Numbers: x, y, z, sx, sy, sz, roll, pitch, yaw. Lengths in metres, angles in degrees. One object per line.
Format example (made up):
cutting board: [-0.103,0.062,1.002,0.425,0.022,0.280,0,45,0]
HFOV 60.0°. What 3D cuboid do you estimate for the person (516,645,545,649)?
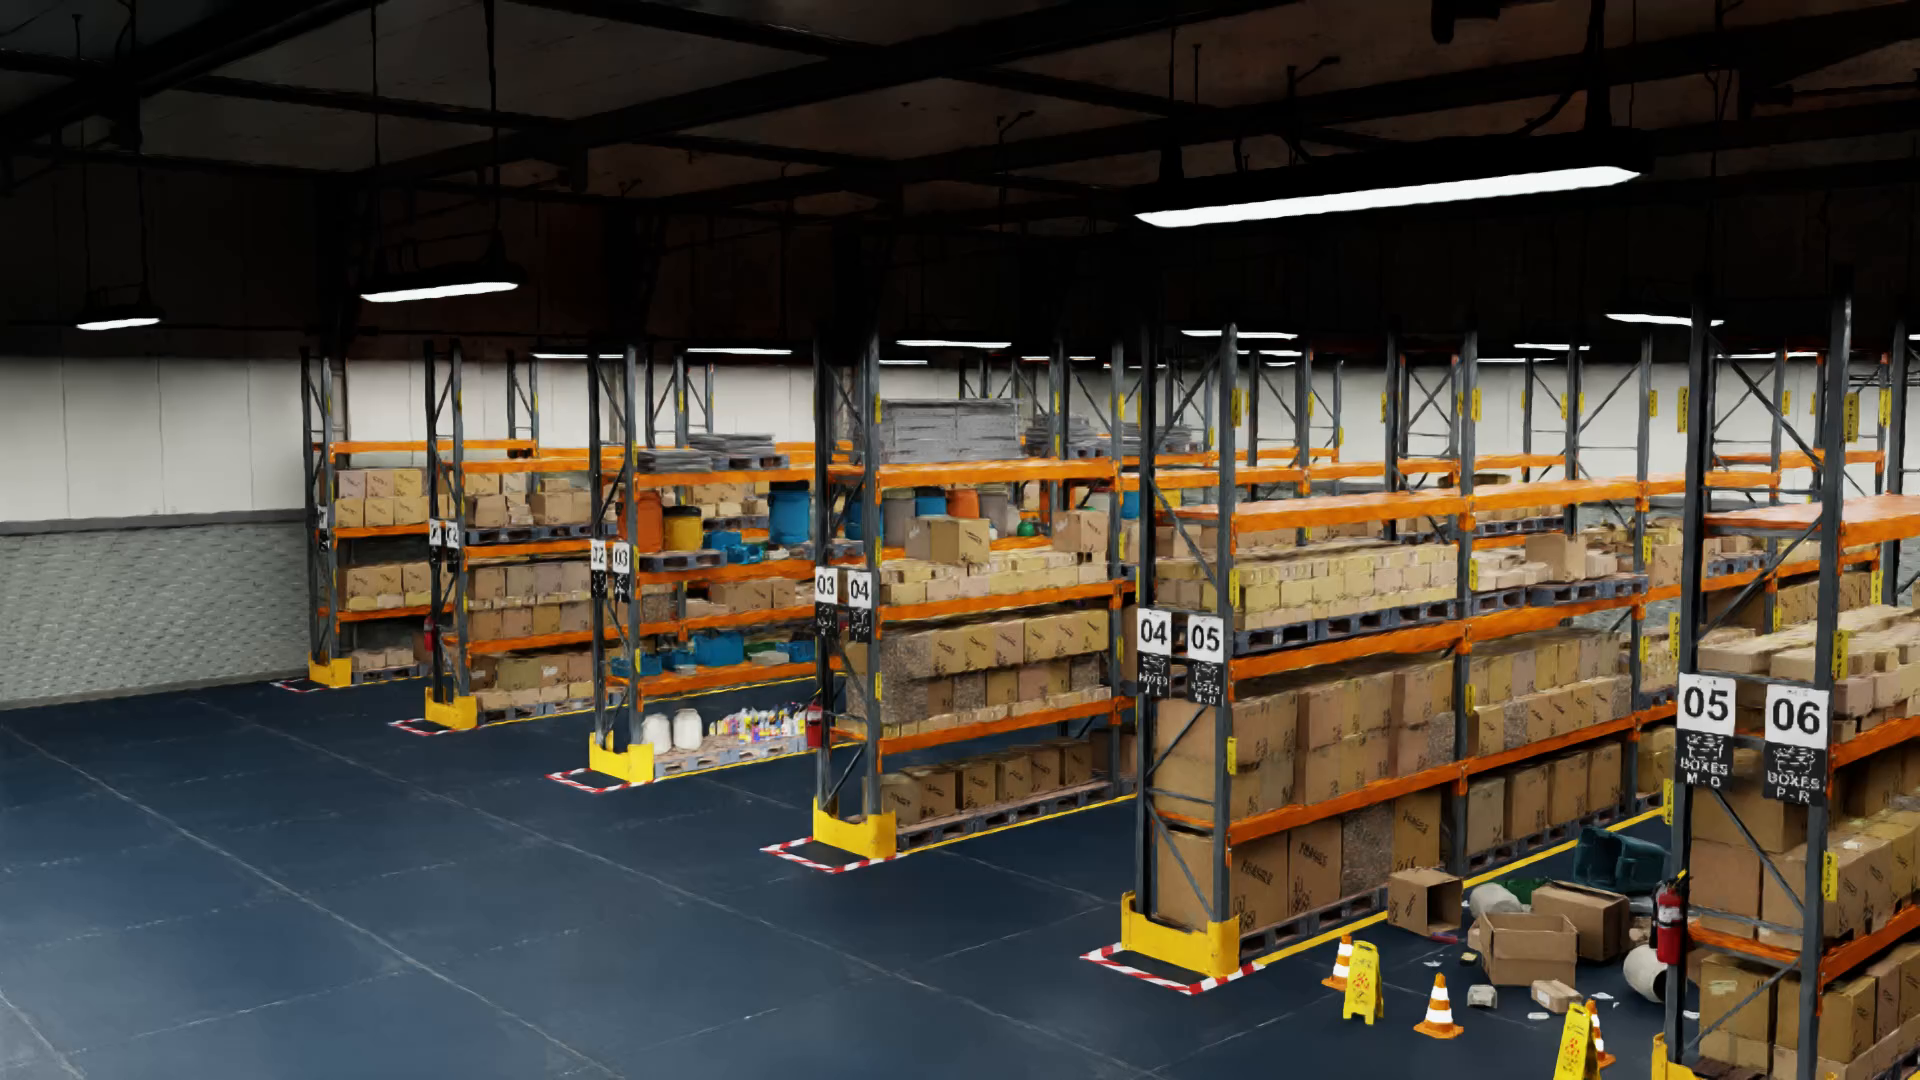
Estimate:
person: [-7.482,1.777,28.897,0.524,1.677,0.458,-1,5,-11]
